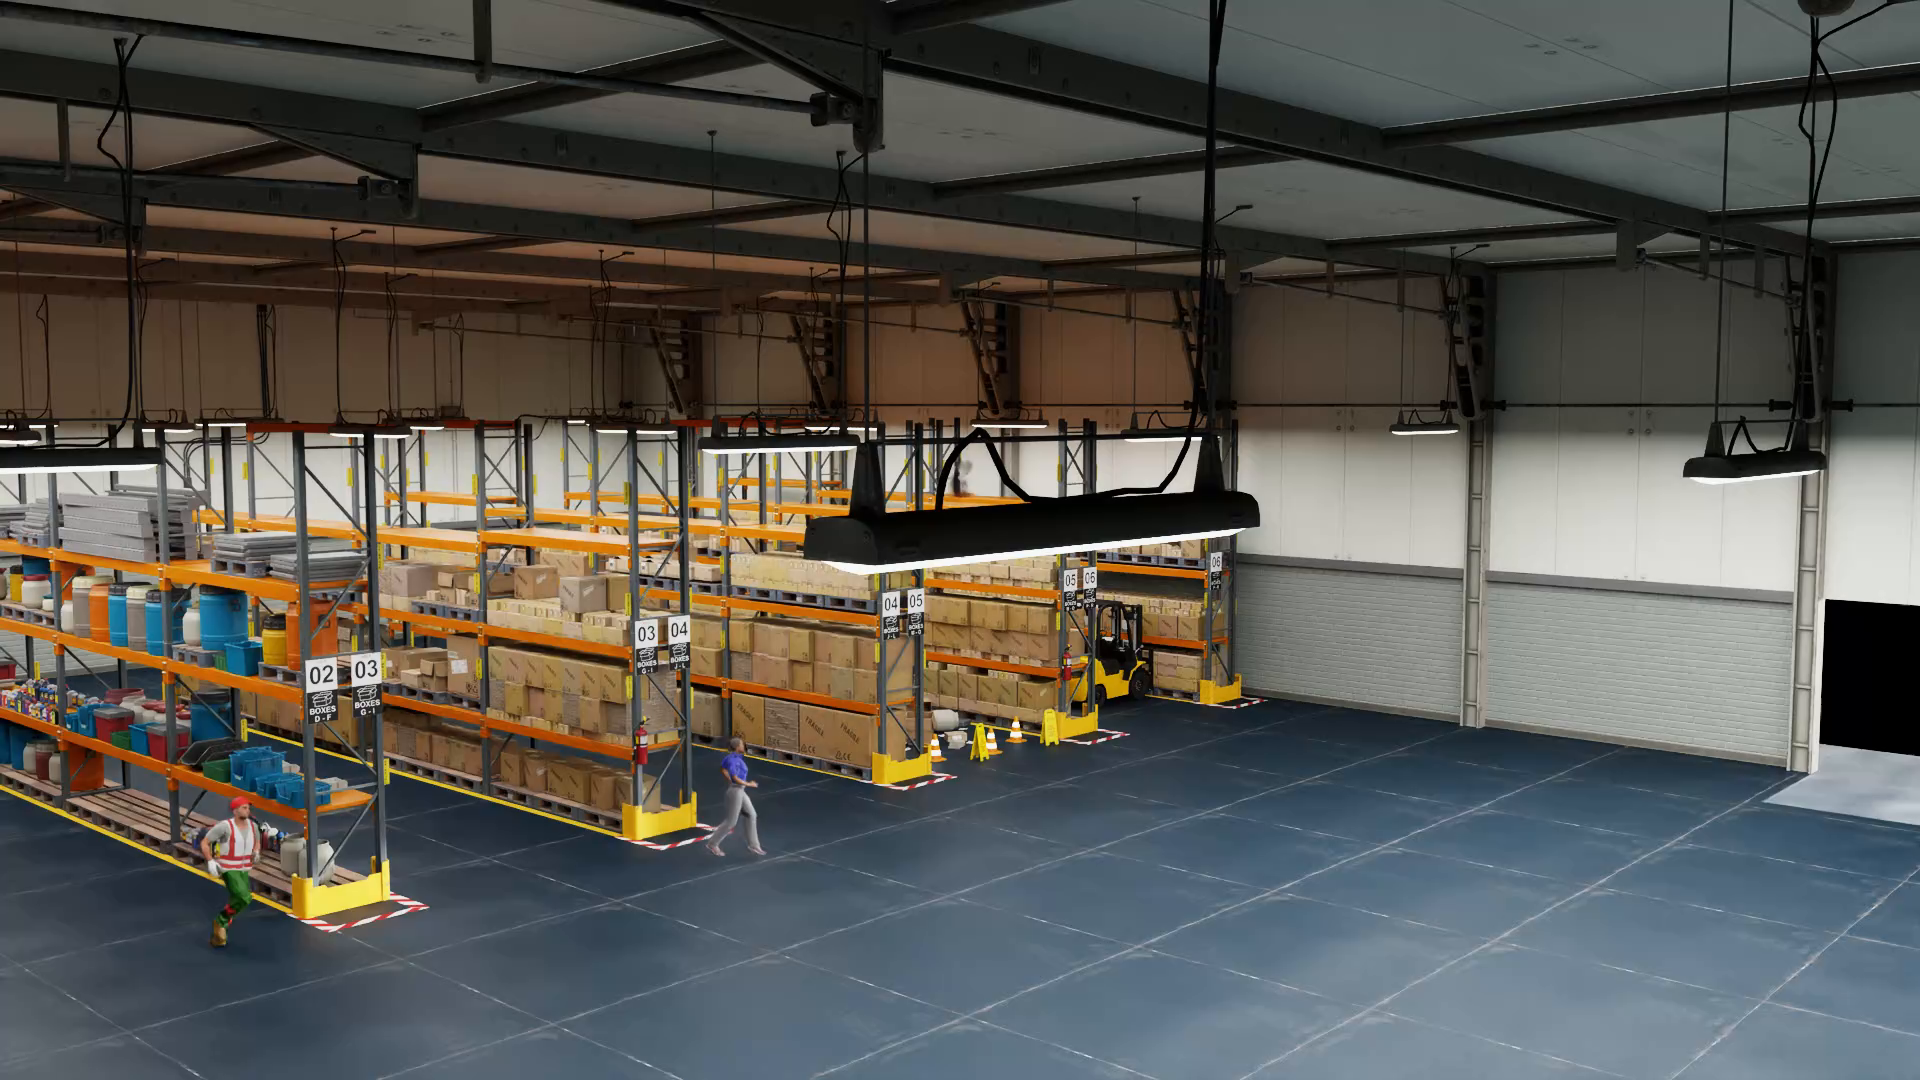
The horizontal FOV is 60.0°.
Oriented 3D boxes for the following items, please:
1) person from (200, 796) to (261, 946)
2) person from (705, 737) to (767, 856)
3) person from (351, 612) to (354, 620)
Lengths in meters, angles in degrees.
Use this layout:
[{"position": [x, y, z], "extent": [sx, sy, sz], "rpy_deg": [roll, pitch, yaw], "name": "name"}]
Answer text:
[{"position": [-8.463, 3.875, 19.542], "extent": [0.596, 1.708, 0.688], "rpy_deg": [2, 5, 24], "name": "person"}, {"position": [-3.144, 3.603, 23.325], "extent": [0.851, 1.681, 0.618], "rpy_deg": [0, 5, -5], "name": "person"}, {"position": [-14.379, 2.371, 39.148], "extent": [0.484, 1.512, 0.626], "rpy_deg": [-4, 6, -43], "name": "person"}]
